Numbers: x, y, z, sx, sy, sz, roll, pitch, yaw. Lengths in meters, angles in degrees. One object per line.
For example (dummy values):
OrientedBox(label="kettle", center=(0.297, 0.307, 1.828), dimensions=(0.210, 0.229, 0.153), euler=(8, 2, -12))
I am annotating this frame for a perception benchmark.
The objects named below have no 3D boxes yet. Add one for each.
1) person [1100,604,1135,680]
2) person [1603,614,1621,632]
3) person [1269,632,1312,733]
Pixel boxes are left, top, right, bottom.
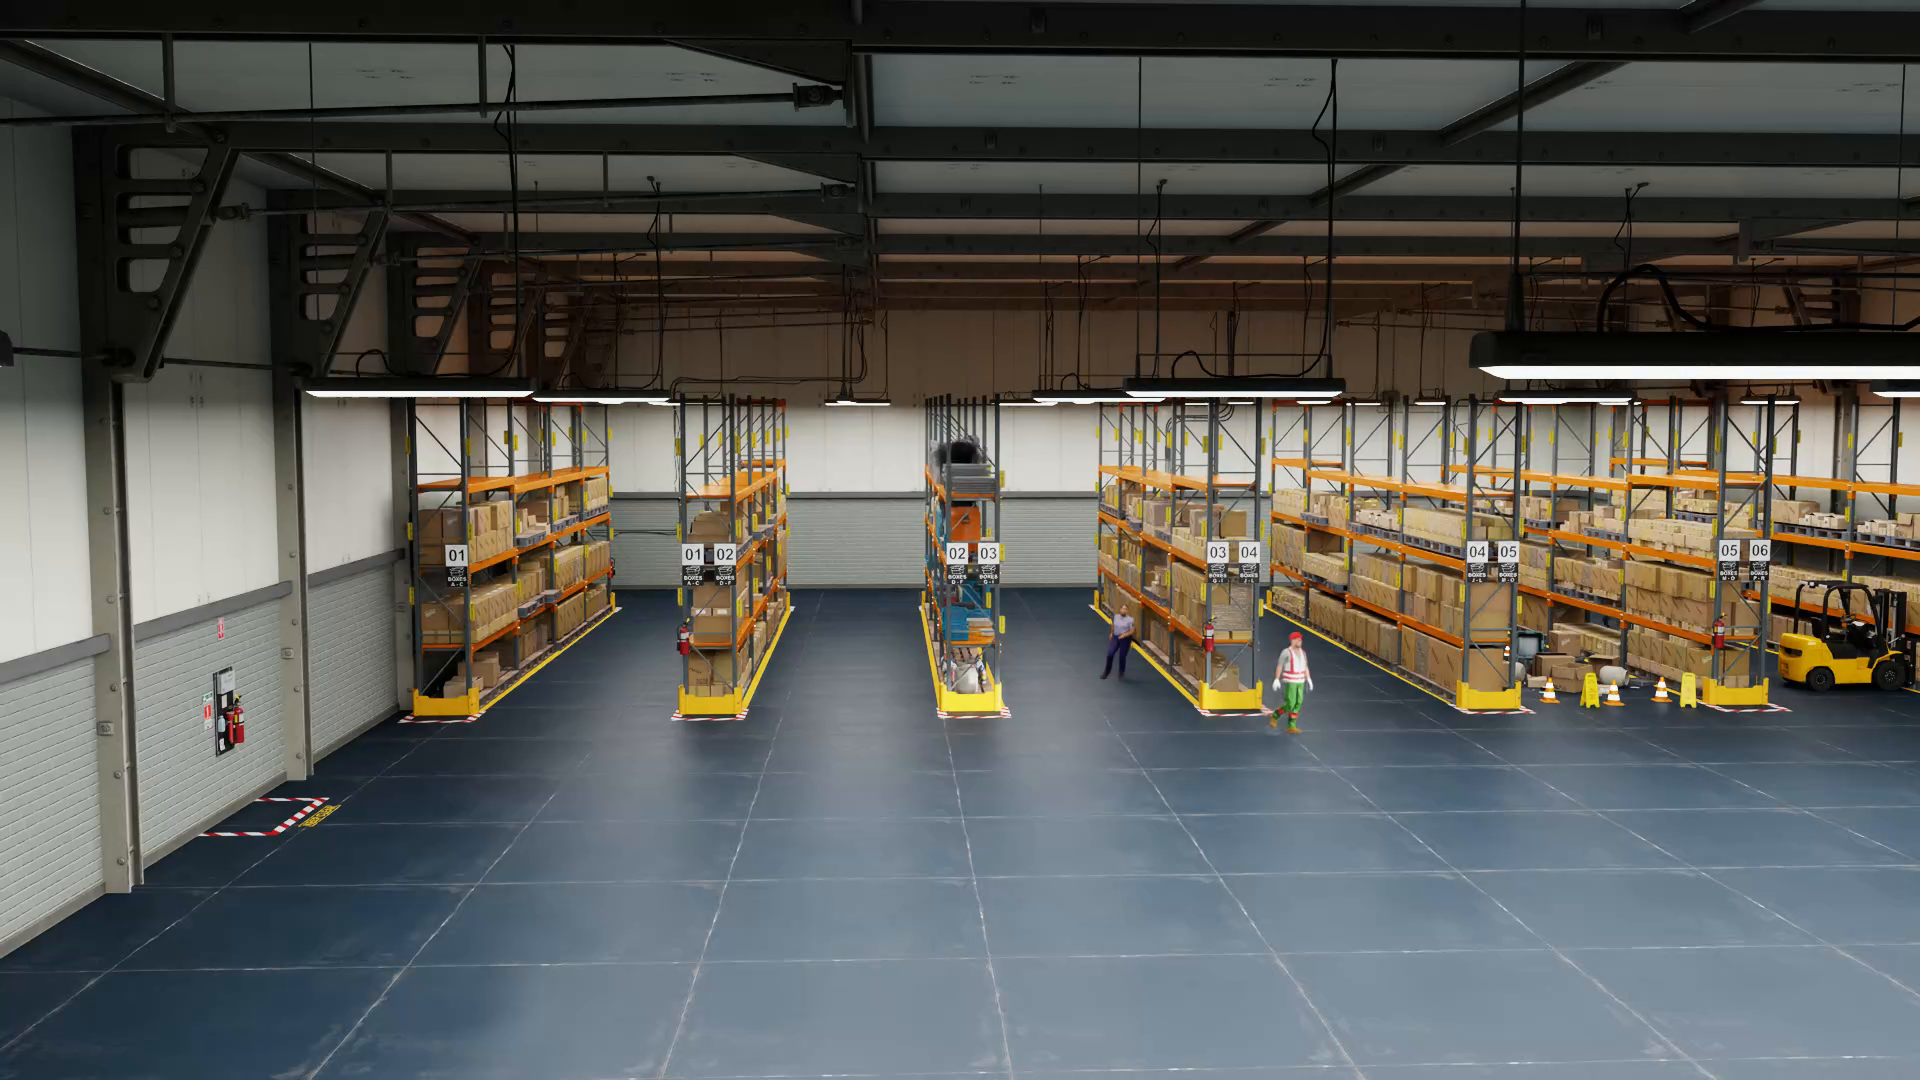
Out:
OrientedBox(label="person", center=(3.361, 2.136, 35.062), dimensions=(0.698, 1.609, 0.779), euler=(2, 5, 20))
OrientedBox(label="person", center=(16.410, 1.652, 41.799), dimensions=(0.533, 1.548, 0.905), euler=(-1, 5, -11))
OrientedBox(label="person", center=(5.820, 2.509, 29.344), dimensions=(0.647, 1.779, 0.606), euler=(-3, 6, -36))
